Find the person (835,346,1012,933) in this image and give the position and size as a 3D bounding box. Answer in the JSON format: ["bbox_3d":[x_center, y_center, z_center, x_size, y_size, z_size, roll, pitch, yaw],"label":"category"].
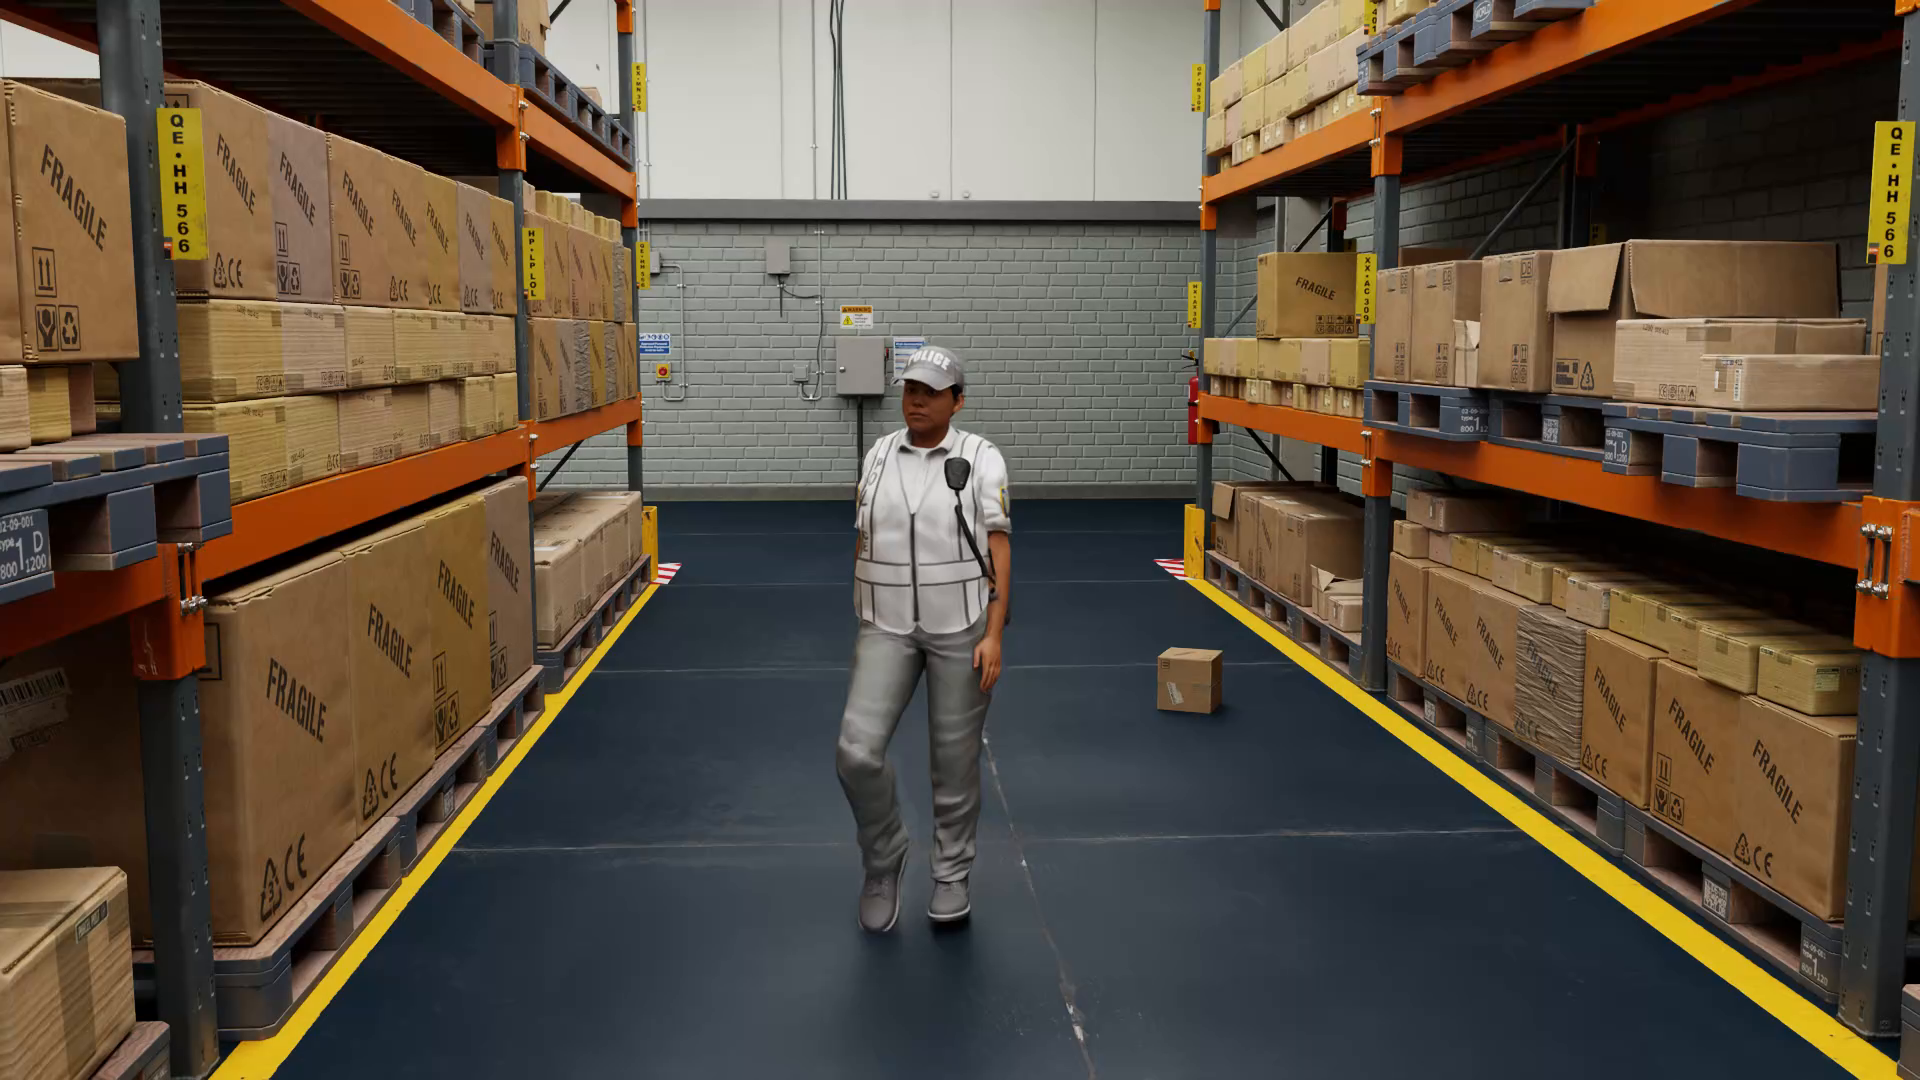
[{"bbox_3d":[-0.095,0.301,4.775,0.478,1.703,0.471,1,7,10],"label":"person"}]
